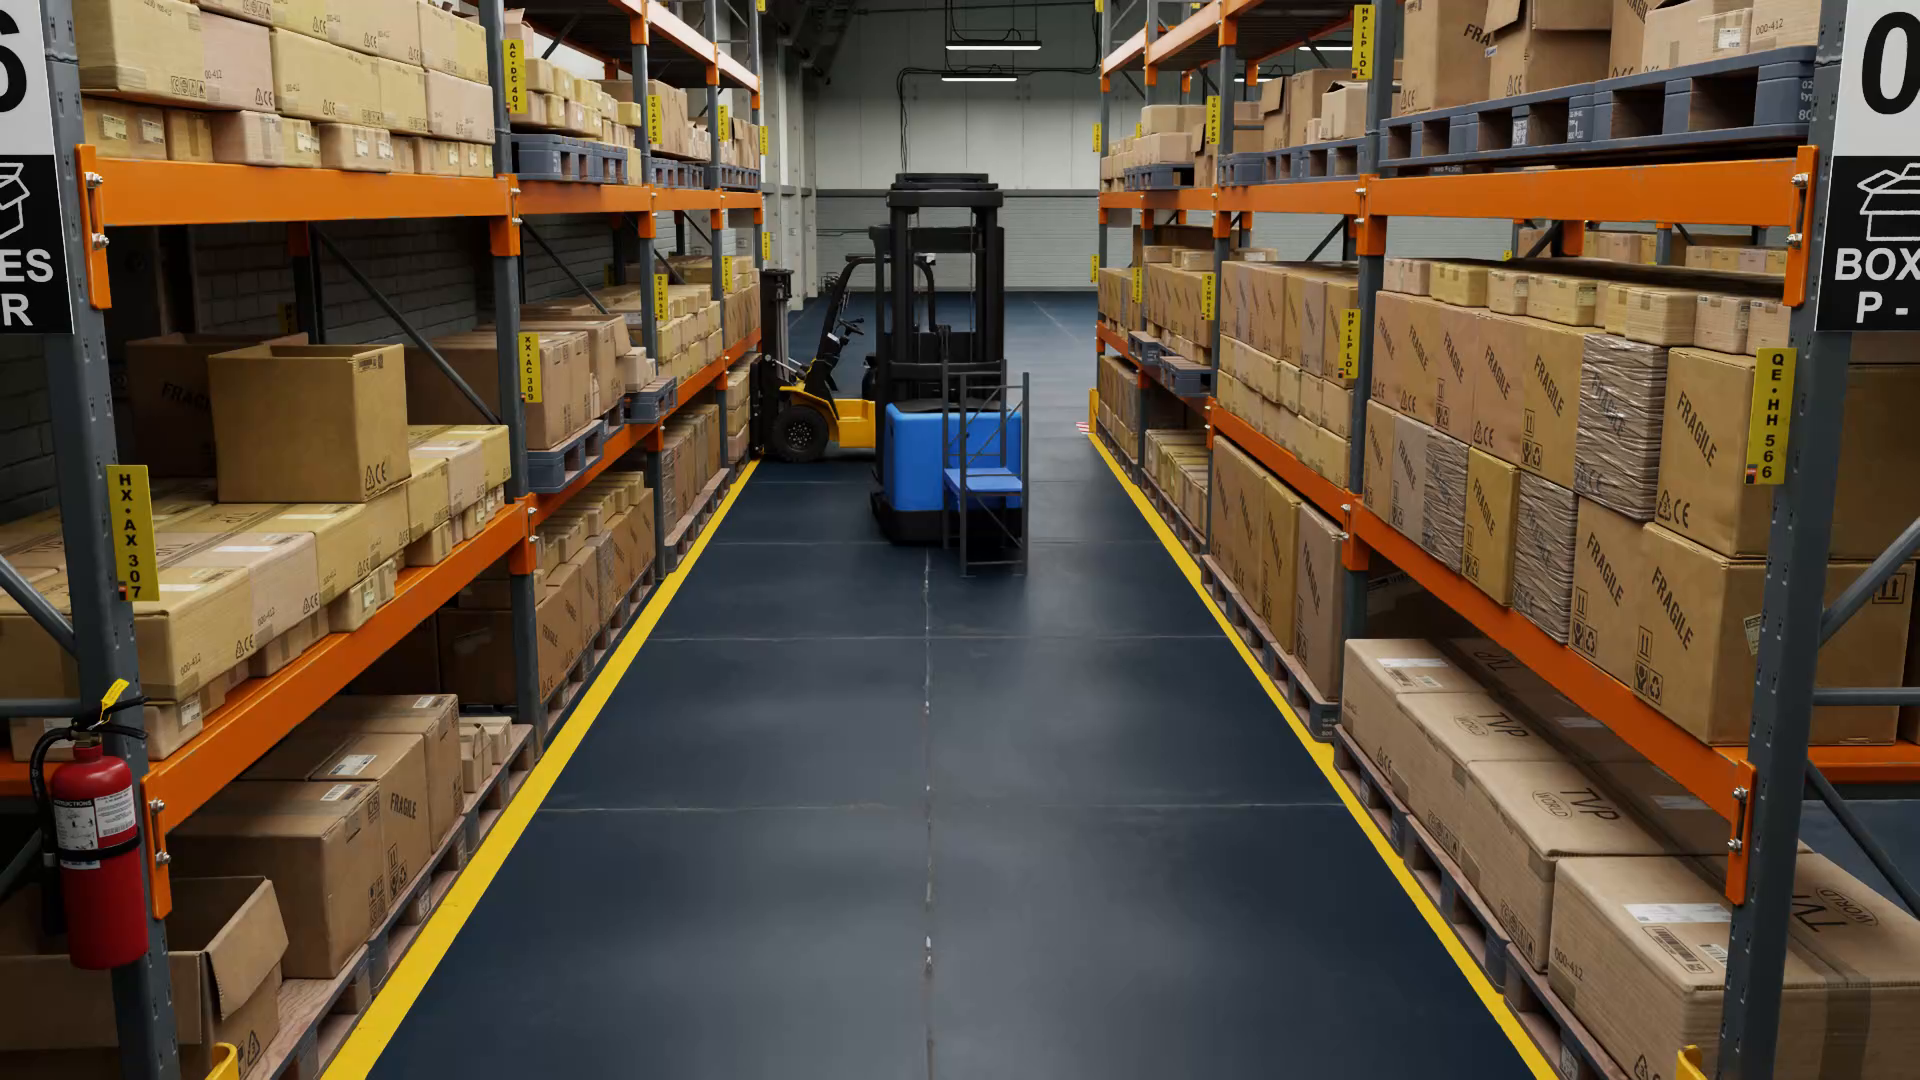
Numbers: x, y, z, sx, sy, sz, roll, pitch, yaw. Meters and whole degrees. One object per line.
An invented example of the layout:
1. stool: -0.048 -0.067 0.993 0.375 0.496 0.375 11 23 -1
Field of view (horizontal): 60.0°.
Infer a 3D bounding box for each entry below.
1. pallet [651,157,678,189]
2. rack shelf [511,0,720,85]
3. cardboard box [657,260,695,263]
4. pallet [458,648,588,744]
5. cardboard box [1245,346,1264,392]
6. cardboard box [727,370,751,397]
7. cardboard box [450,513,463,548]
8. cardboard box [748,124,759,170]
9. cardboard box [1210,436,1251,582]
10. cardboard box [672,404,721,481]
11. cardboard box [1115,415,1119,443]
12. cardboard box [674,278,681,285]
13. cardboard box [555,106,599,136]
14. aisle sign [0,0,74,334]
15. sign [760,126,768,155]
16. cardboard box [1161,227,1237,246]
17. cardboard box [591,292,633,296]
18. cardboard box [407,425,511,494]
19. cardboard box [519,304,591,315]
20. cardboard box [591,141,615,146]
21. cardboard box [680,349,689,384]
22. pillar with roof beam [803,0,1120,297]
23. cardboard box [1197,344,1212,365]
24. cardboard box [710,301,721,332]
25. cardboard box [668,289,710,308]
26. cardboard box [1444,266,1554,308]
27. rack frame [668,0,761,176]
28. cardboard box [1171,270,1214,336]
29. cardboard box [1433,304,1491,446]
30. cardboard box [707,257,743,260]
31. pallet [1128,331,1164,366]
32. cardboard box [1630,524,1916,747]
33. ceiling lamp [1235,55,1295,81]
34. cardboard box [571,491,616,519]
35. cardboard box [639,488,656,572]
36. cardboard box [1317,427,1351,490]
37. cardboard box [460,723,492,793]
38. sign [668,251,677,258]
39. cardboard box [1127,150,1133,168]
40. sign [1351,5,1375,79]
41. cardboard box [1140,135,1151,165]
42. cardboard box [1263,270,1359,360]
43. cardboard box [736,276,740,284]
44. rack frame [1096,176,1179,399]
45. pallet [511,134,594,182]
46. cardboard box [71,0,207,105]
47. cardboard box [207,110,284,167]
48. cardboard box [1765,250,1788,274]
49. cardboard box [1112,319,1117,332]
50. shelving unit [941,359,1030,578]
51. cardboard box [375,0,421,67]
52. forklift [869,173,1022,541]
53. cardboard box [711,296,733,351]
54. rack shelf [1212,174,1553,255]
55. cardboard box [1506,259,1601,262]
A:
1. pallet: -2.758 -2.690 12.207 1.213 0.211 1.003 0 11 1
2. rack shelf: -2.696 -3.967 13.297 1.077 0.370 4.000 0 11 -1
3. cardboard box: -3.023 -2.906 17.708 0.380 0.149 0.250 0 11 -1
4. pallet: -2.627 0.822 8.977 1.003 0.211 1.213 0 11 -1
5. cardboard box: 2.079 -1.067 10.396 0.500 0.250 0.500 0 11 -1
6. cardboard box: -2.456 -1.620 17.343 0.500 0.250 0.500 0 11 1
7. cardboard box: -2.278 -0.042 6.855 0.380 0.149 0.250 0 11 0
8. cardboard box: -2.567 -4.455 18.873 0.500 0.500 0.500 0 11 1
9. cardboard box: 2.239 -0.226 11.418 0.875 0.875 0.875 0 11 -2
10. cardboard box: -2.715 -0.912 15.426 0.875 0.625 0.625 0 11 1
11. cardboard box: 1.917 -1.176 17.672 0.500 0.250 0.500 0 11 0
12. cardboard box: -2.994 -2.607 16.980 0.380 0.149 0.250 0 11 1
13. cardboard box: -2.200 -2.300 9.129 0.380 0.149 0.250 0 11 0
14. aisle sign: -2.194 -0.850 3.665 0.394 0.787 0.004 0 11 -1
15. sign: -2.277 -4.633 19.280 0.100 0.325 0.005 0 11 -1
16. cardboard box: 2.461 -2.969 17.136 0.700 0.500 0.500 0 11 -2
17. cardboard box: -2.971 -2.016 14.069 0.380 0.149 0.250 0 11 -2
18. cardboard box: -2.318 -0.355 7.395 0.500 0.250 0.500 0 11 0
19. cardboard box: -2.800 -1.330 11.264 0.500 0.500 0.500 0 11 2
20. cardboard box: -2.380 -2.274 10.059 0.500 0.250 0.500 0 11 -1
21. cardboard box: -2.443 -1.396 13.275 0.500 0.250 0.500 -1 11 -3
22. pillar with roof beam: -0.023 -11.548 47.847 9.100 9.000 0.548 0 11 -1
23. cardboard box: 1.988 -1.399 12.488 0.380 0.149 0.250 0 11 0
24. cardboard box: -2.472 -2.048 15.231 0.500 0.250 0.500 0 11 -2
25. cardboard box: -2.394 -2.122 14.589 0.380 0.149 0.250 -1 11 -3
26. cardboard box: 2.127 -0.993 6.513 0.380 0.149 0.250 -1 11 -3
27. rack frame: -2.820 -5.709 19.065 1.000 3.000 0.127 0 11 -1
28. cardboard box: 1.987 -1.892 13.286 0.500 0.500 0.500 -1 12 -5
29. cardboard box: 2.162 -0.645 6.430 0.500 0.500 0.500 0 11 0
30. cardboard box: -2.602 -3.060 18.468 0.380 0.149 0.250 0 11 -1
31. pallet: 2.096 -1.748 15.114 1.003 0.211 1.213 0 11 -1
32. cardboard box: 2.199 0.247 4.546 0.500 0.500 0.500 0 11 -1
33. ceiling lamp: 7.890 -13.673 43.639 2.000 3.185 0.800 0 11 -1
34. cardboard box: -2.433 -0.221 10.701 0.380 0.149 0.250 0 11 1
35. cardboard box: -2.431 -0.076 11.620 0.500 0.500 0.500 0 11 0
36. cardboard box: 2.129 -0.419 8.457 0.500 0.250 0.500 -1 11 -3
37. cardboard box: -2.259 0.931 7.244 0.396 0.266 0.258 0 11 1
38. sign: -3.375 -3.231 19.562 0.100 0.325 0.005 0 11 -1
39. cardboard box: 1.936 -3.724 16.456 0.500 0.250 0.500 0 11 -2
40. sign: 1.848 -2.278 7.606 0.100 0.325 0.005 0 11 -1
41. cardboard box: 1.848 -3.378 14.444 0.500 0.250 0.500 0 11 -2
42. cardboard box: 2.096 -1.338 9.842 0.500 0.500 0.500 0 11 0
43. cardboard box: -2.479 -2.659 17.240 0.380 0.149 0.250 -1 11 -3
44. rack frame: 2.143 -2.790 19.766 1.000 3.000 0.127 0 11 -1
45. pallet: -2.515 -1.891 8.264 1.213 0.211 1.003 0 11 -1
46. cardboard box: -2.225 -1.220 4.112 0.500 0.250 0.500 0 11 -2
47. cardboard box: -2.186 -1.152 4.782 0.380 0.149 0.250 0 11 0
48. cardboard box: 7.220 -2.172 13.956 0.700 0.500 0.500 0 11 -2
49. cardboard box: 1.885 -2.393 18.443 0.380 0.149 0.250 0 11 0
50. shelving unit: 0.182 -0.566 12.575 0.538 1.500 1.048 -2 12 -7
51. cardboard box: -2.300 -1.870 6.057 0.500 0.250 0.500 0 11 0
52. forklift: -0.204 -1.669 14.413 1.130 2.935 3.031 -2 12 -7
53. cardboard box: -2.485 -2.112 16.172 0.500 0.500 0.500 -1 11 -3
54. rack shelf: 2.349 -1.919 9.741 1.077 0.370 4.000 0 11 -1
55. cardboard box: 2.612 -1.148 7.278 0.380 0.149 0.250 0 11 0
